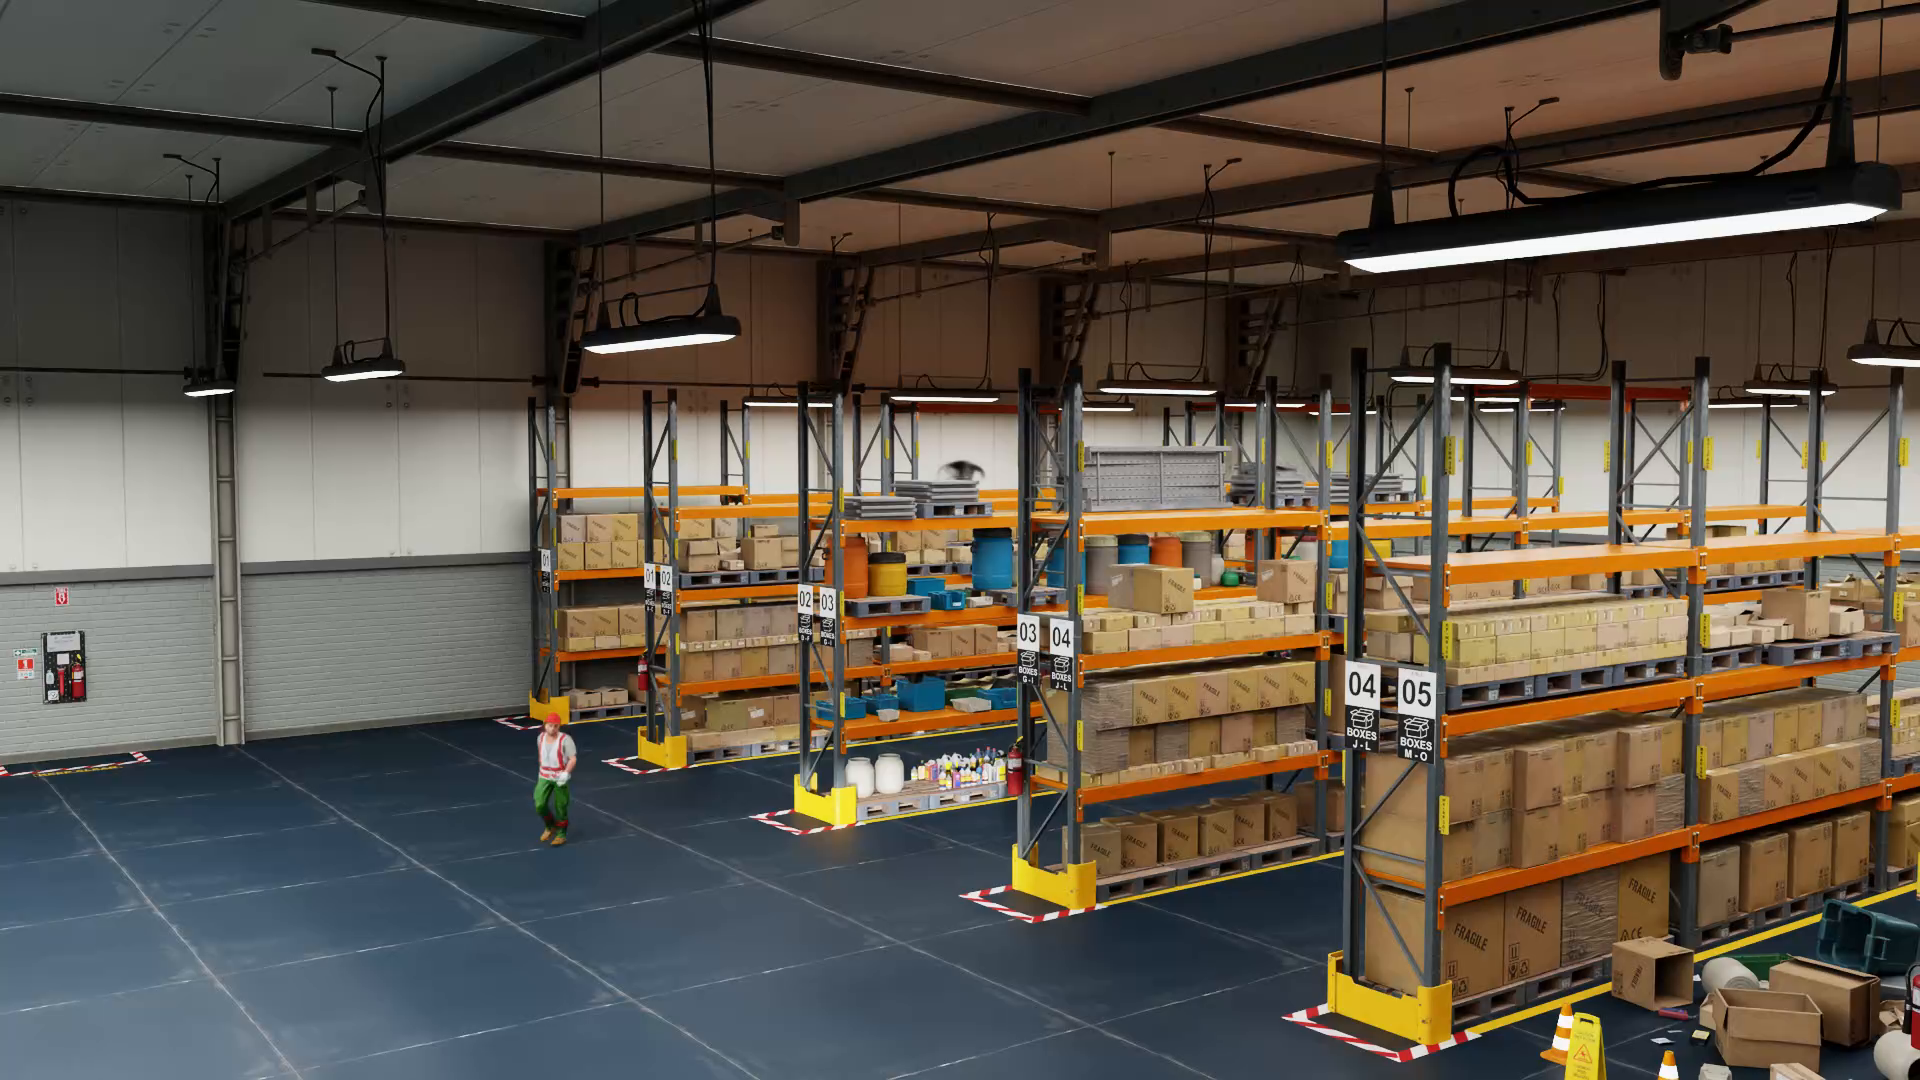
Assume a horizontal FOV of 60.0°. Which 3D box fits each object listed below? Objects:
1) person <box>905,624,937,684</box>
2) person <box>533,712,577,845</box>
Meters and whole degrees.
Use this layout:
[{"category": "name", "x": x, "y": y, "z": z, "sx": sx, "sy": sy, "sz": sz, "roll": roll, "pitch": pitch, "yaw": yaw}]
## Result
[{"category": "person", "x": -0.772, "y": 2.444, "z": 31.997, "sx": 0.744, "sy": 1.716, "sz": 0.795, "roll": 1, "pitch": 4, "yaw": 16}, {"category": "person", "x": -5.155, "y": 3.043, "z": 21.086, "sx": 0.659, "sy": 1.746, "sz": 0.799, "roll": 0, "pitch": 3, "yaw": 8}]
